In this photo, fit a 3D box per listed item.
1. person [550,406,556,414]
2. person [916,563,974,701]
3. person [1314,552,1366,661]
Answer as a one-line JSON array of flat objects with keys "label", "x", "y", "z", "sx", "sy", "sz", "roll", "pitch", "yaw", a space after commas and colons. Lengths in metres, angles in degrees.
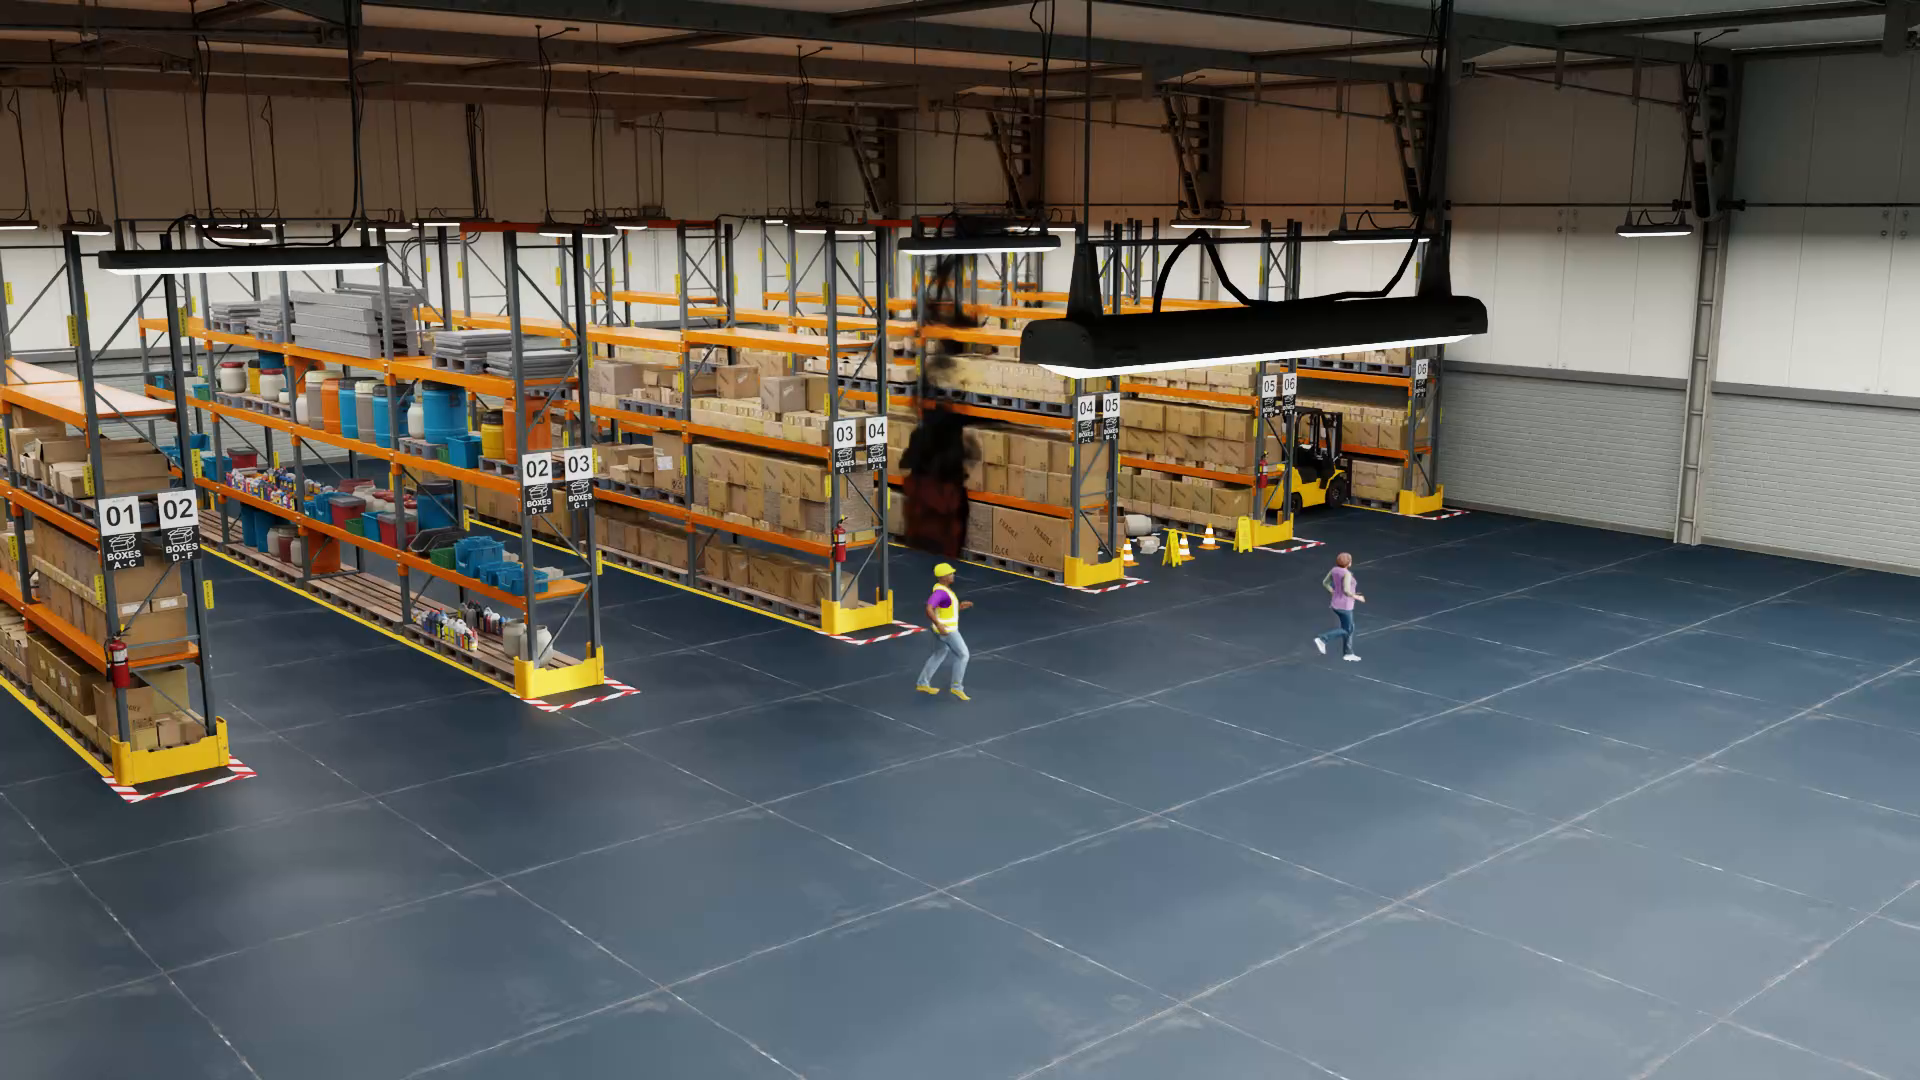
[{"label": "person", "x": -9.879, "y": -2.413, "z": 39.751, "sx": 0.772, "sy": 1.636, "sz": 0.637, "roll": 1, "pitch": 11, "yaw": 4}, {"label": "person", "x": -0.187, "y": 1.193, "z": 21.494, "sx": 0.765, "sy": 1.820, "sz": 0.677, "roll": -2, "pitch": 12, "yaw": -11}, {"label": "person", "x": 5.296, "y": 0.948, "z": 23.239, "sx": 0.760, "sy": 1.584, "sz": 0.543, "roll": -3, "pitch": 12, "yaw": -14}]
